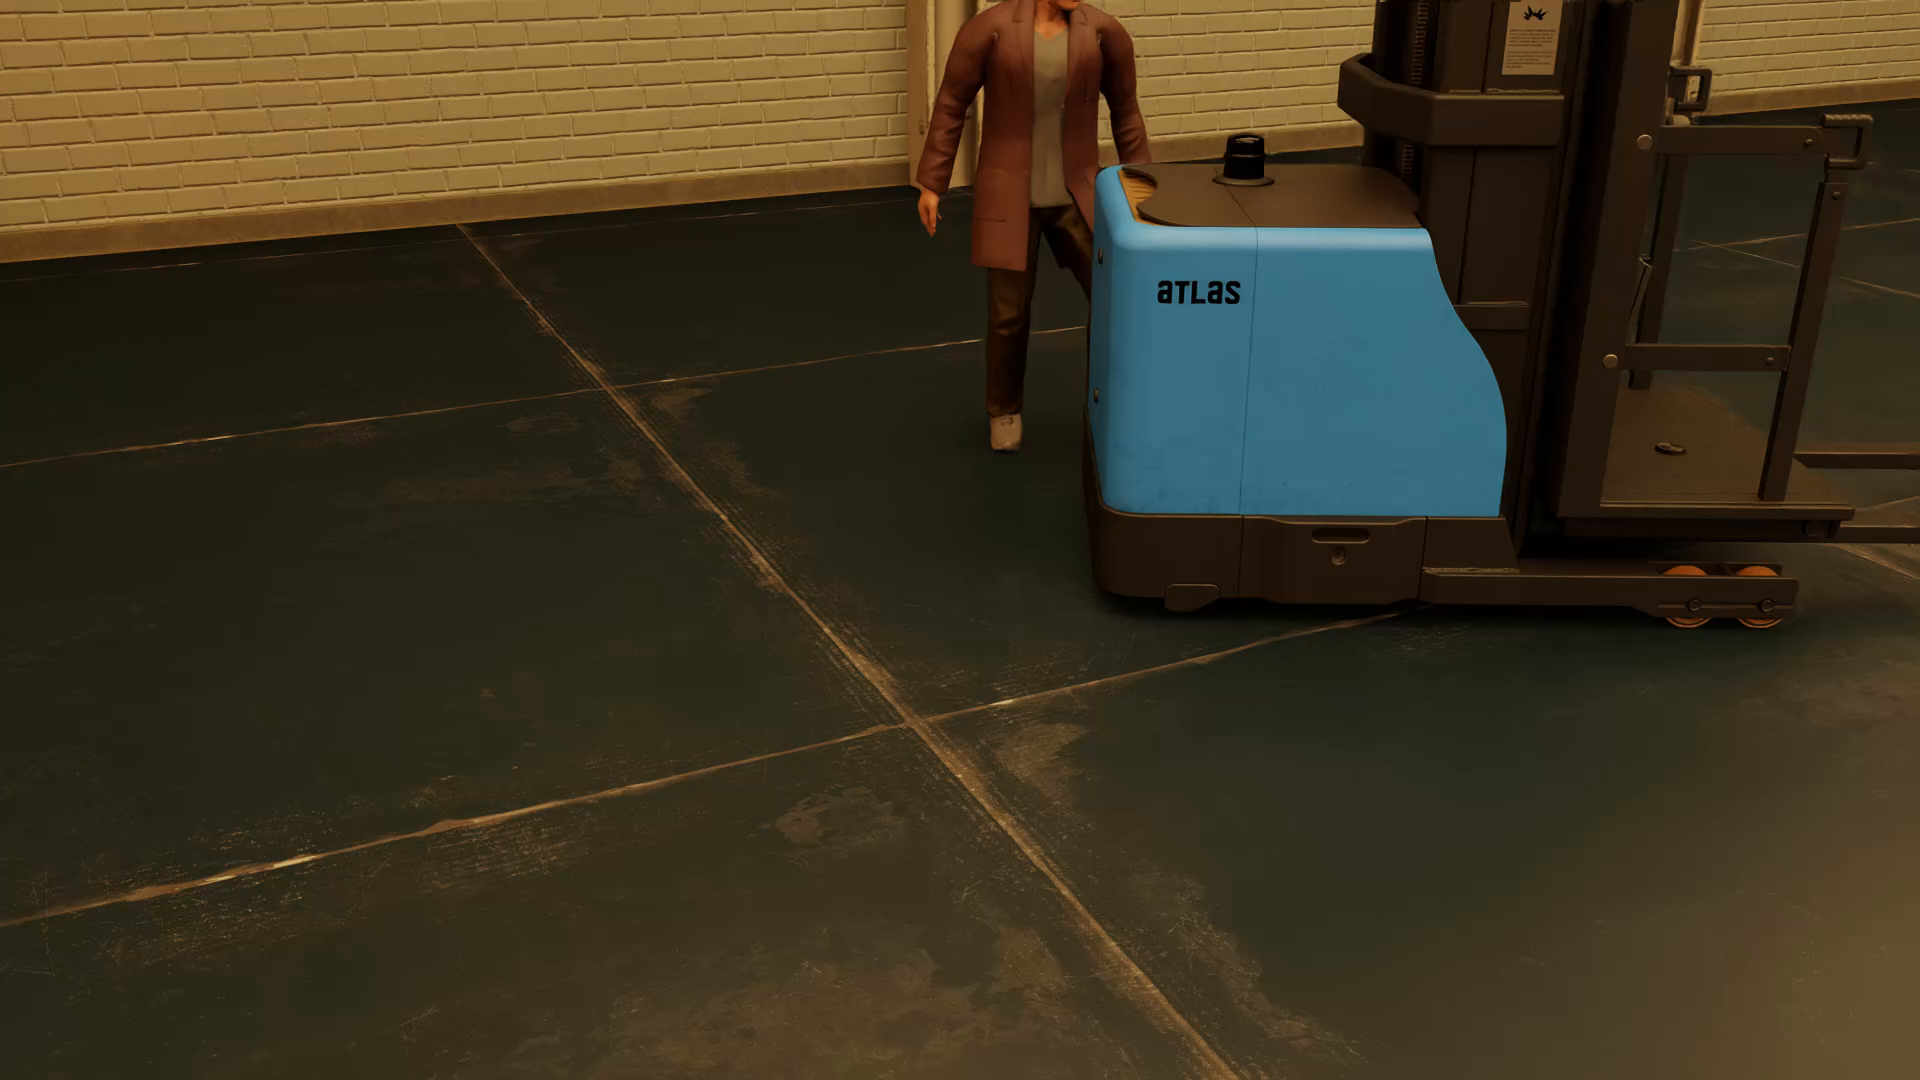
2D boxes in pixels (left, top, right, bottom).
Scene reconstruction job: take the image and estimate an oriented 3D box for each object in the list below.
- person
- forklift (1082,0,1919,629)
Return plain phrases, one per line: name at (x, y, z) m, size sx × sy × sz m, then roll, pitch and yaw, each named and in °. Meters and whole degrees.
person at (0.311, -1.168, 5.660) m, size 0.913 × 1.749 × 0.441 m, roll -3°, pitch 23°, yaw -8°
forklift at (1.903, -1.320, 4.463) m, size 3.031 × 2.935 × 1.130 m, roll 0°, pitch 23°, yaw 1°
